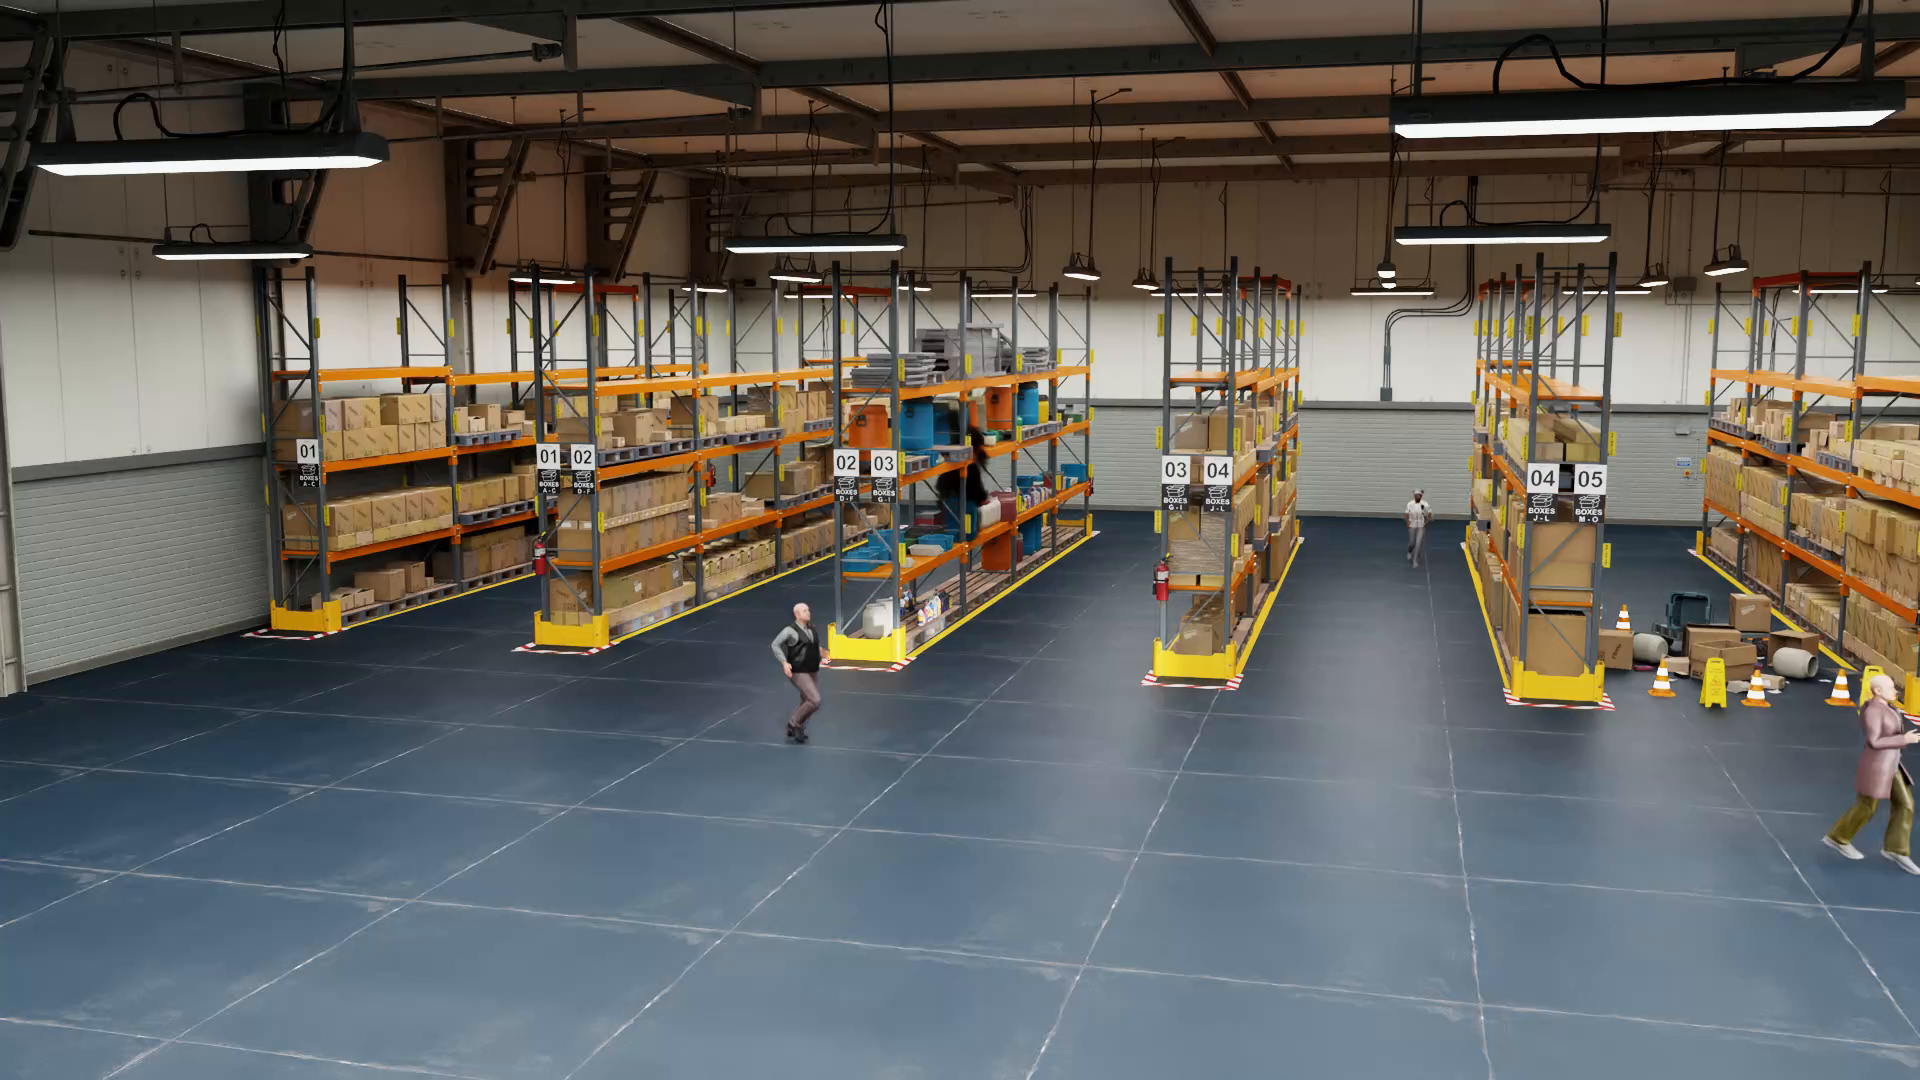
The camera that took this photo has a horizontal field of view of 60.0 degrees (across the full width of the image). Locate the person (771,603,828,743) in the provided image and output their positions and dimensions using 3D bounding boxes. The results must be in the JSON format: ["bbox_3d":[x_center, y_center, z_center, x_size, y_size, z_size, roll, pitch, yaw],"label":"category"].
[{"bbox_3d":[-1.872,1.609,20.101,0.663,1.692,0.634,4,8,31],"label":"person"}]

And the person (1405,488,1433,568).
[{"bbox_3d":[9.701,-0.270,35.210,0.577,1.673,0.612,2,8,17],"label":"person"}]

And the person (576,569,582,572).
[{"bbox_3d":[-7.079,0.248,31.149,0.556,1.700,0.714,1,7,4],"label":"person"}]

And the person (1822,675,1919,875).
[{"bbox_3d":[8.529,2.157,15.467,0.685,1.831,0.831,-7,10,-42],"label":"person"}]
